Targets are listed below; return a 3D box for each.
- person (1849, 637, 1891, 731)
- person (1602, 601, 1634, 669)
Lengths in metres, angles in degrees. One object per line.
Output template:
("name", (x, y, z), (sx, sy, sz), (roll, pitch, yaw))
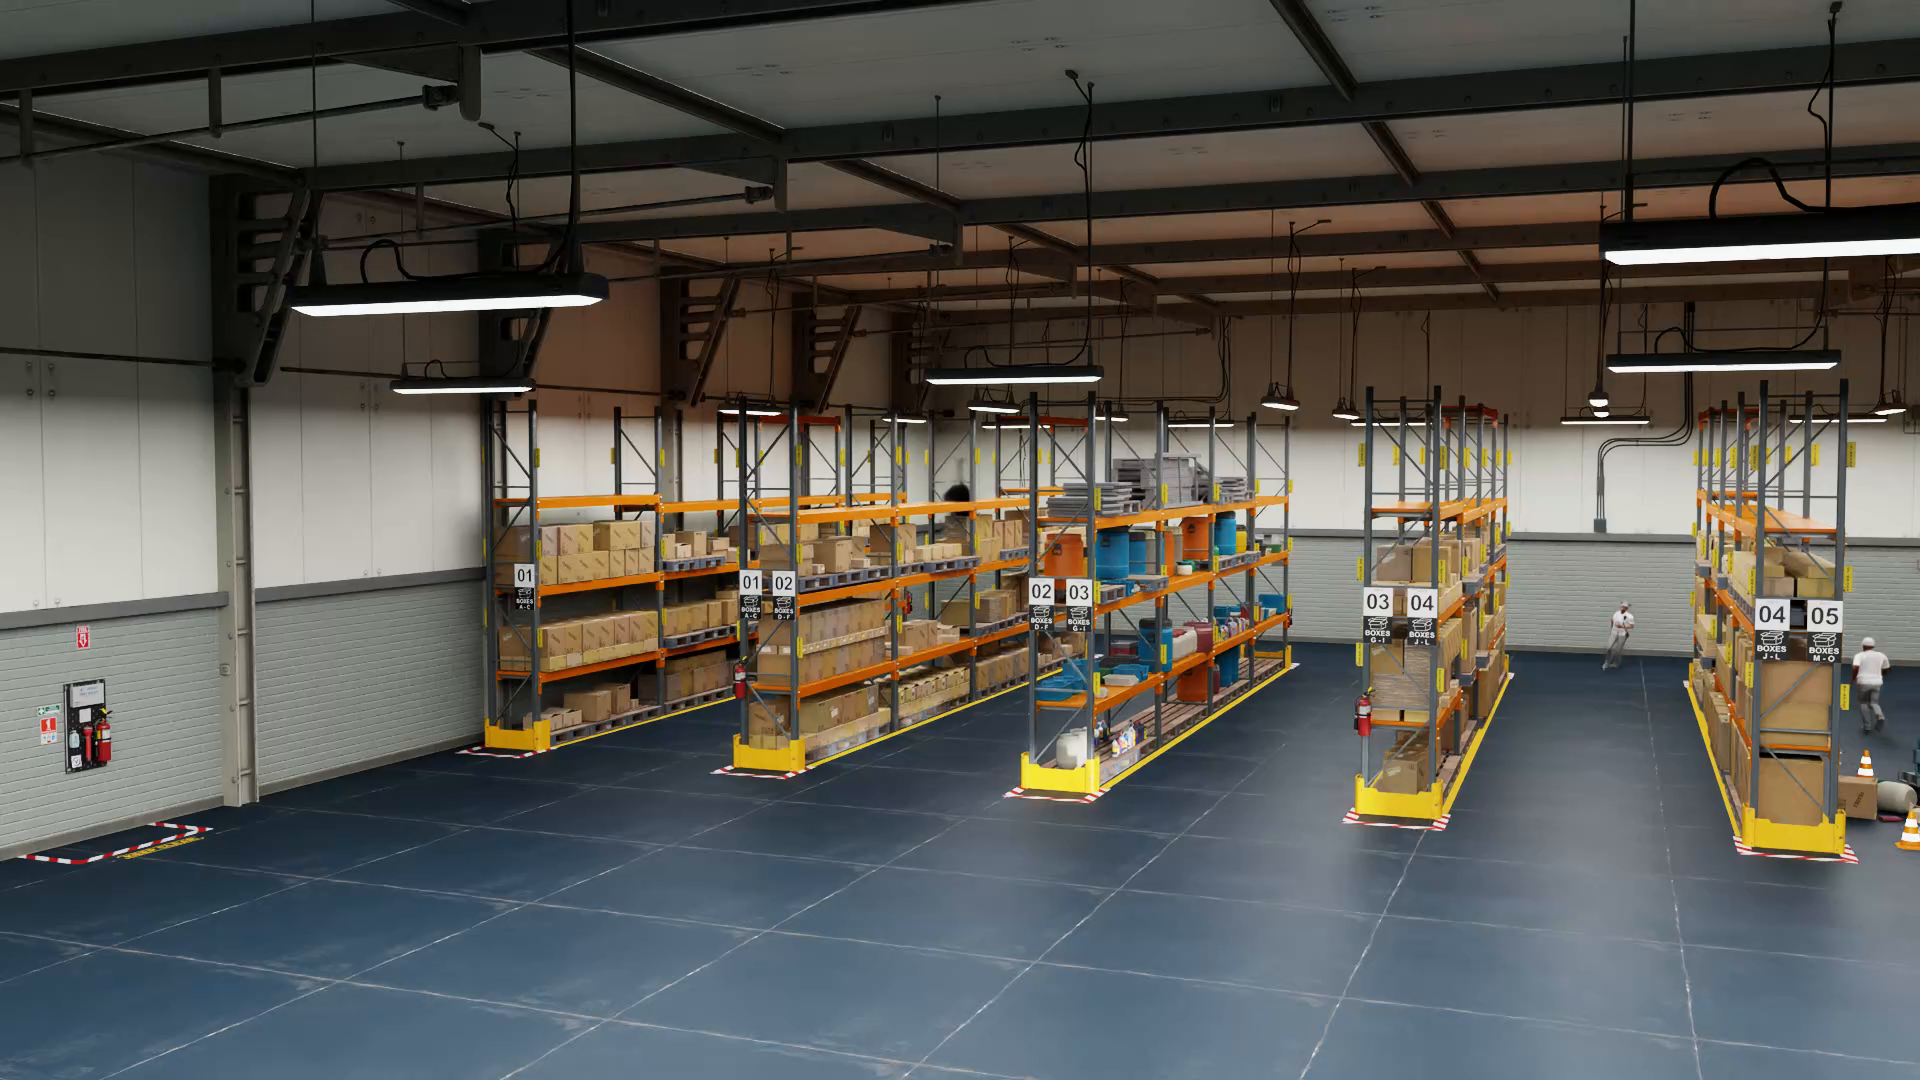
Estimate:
("person", (16.713, 2.654, 30.477), (0.696, 1.714, 0.767), (0, 3, 9))
("person", (15.595, 2.254, 39.315), (0.698, 1.654, 0.642), (2, 4, 41))
